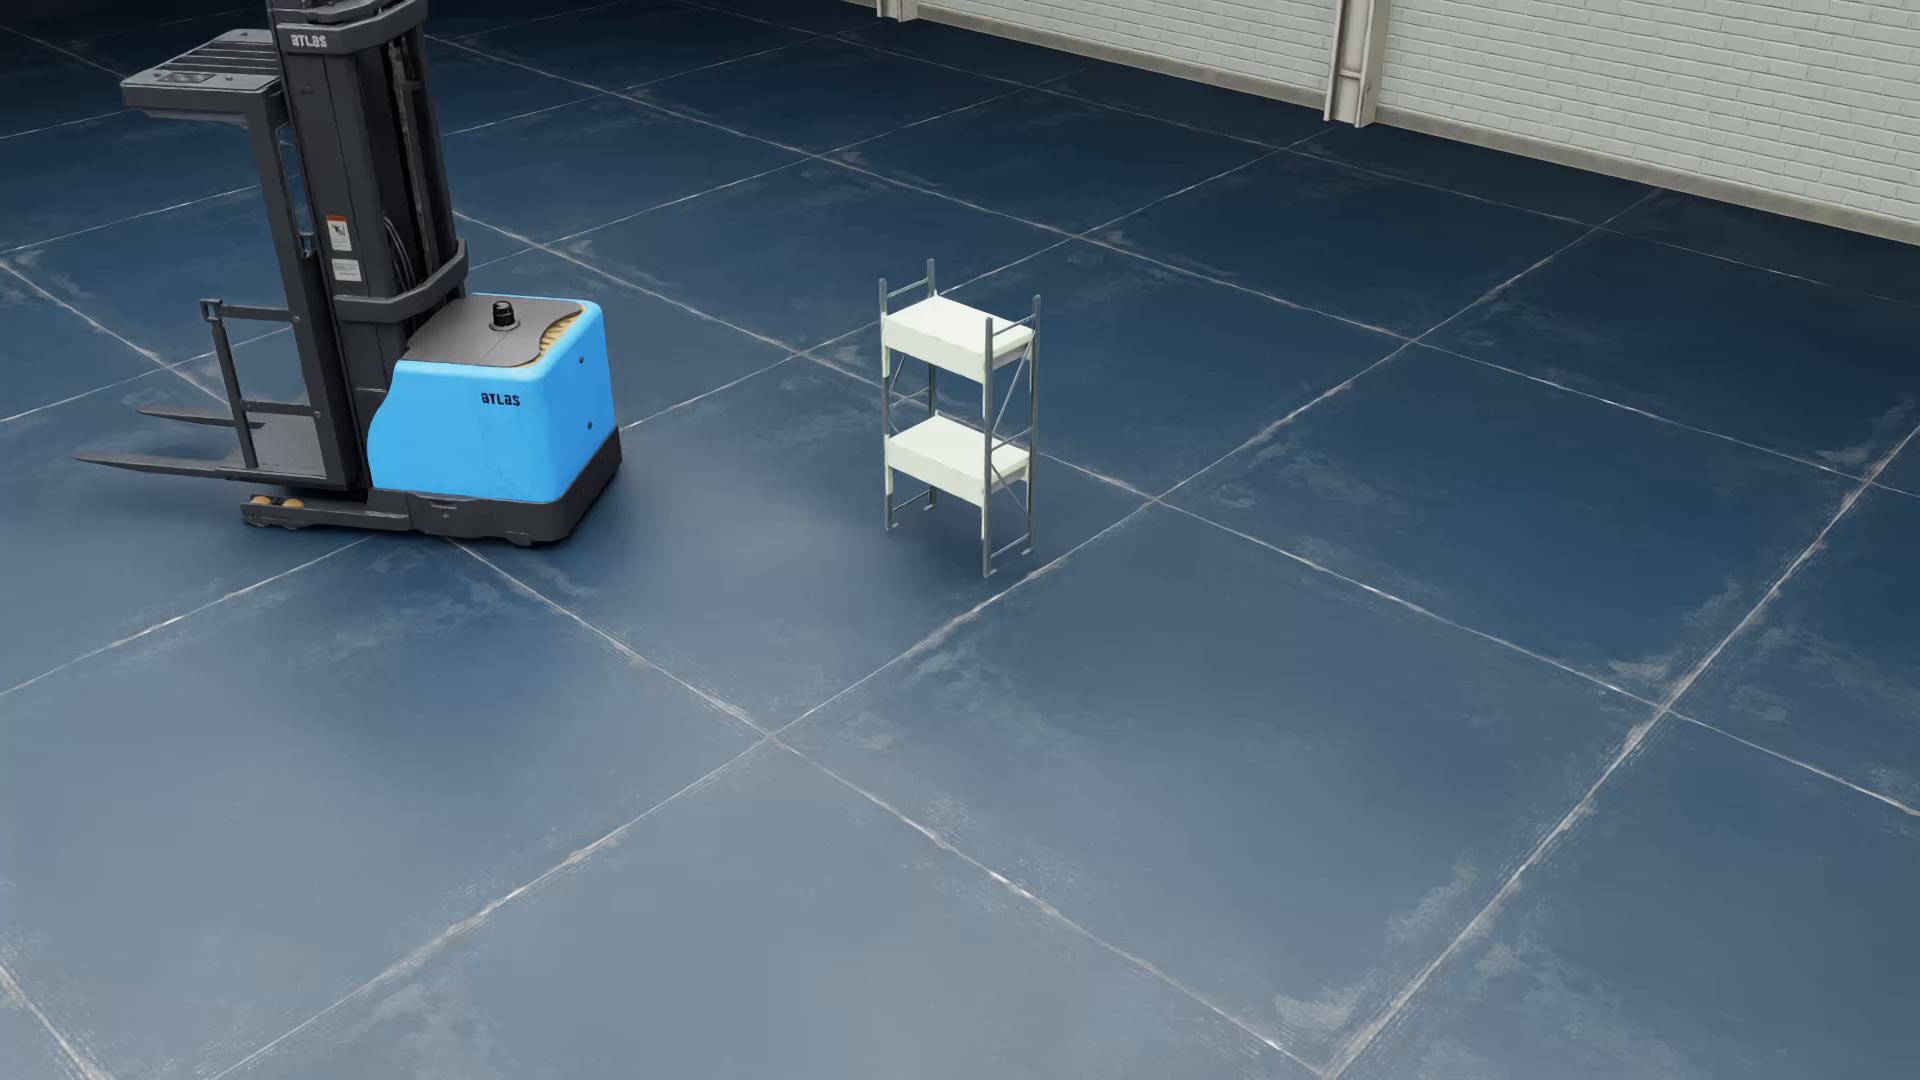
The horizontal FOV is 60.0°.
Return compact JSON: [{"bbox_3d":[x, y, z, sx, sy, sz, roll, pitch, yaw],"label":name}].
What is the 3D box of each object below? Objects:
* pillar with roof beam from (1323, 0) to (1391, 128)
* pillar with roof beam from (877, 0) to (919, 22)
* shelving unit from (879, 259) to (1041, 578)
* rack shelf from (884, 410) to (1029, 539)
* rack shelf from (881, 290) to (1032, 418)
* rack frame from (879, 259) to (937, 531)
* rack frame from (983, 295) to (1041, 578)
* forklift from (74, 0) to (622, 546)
[{"bbox_3d":[0.840,-6.227,10.869,0.400,9.000,9.100,25,39,35],"label":"pillar with roof beam"},{"bbox_3d":[-3.609,-8.304,14.319,0.400,9.000,9.100,25,39,35],"label":"pillar with roof beam"},{"bbox_3d":[-0.005,-0.645,8.867,0.755,1.500,0.431,25,39,35],"label":"shelving unit"},{"bbox_3d":[-0.005,-0.366,9.035,0.720,0.370,0.431,25,39,35],"label":"rack shelf"},{"bbox_3d":[-0.005,-0.979,8.666,0.720,0.370,0.431,25,39,35],"label":"rack shelf"},{"bbox_3d":[-0.276,-0.772,9.077,0.023,1.500,0.400,25,39,35],"label":"rack frame"},{"bbox_3d":[0.266,-0.518,8.657,0.023,1.500,0.400,25,39,35],"label":"rack frame"},{"bbox_3d":[-3.576,-1.578,9.029,3.031,2.935,1.130,5,31,8],"label":"forklift"}]
